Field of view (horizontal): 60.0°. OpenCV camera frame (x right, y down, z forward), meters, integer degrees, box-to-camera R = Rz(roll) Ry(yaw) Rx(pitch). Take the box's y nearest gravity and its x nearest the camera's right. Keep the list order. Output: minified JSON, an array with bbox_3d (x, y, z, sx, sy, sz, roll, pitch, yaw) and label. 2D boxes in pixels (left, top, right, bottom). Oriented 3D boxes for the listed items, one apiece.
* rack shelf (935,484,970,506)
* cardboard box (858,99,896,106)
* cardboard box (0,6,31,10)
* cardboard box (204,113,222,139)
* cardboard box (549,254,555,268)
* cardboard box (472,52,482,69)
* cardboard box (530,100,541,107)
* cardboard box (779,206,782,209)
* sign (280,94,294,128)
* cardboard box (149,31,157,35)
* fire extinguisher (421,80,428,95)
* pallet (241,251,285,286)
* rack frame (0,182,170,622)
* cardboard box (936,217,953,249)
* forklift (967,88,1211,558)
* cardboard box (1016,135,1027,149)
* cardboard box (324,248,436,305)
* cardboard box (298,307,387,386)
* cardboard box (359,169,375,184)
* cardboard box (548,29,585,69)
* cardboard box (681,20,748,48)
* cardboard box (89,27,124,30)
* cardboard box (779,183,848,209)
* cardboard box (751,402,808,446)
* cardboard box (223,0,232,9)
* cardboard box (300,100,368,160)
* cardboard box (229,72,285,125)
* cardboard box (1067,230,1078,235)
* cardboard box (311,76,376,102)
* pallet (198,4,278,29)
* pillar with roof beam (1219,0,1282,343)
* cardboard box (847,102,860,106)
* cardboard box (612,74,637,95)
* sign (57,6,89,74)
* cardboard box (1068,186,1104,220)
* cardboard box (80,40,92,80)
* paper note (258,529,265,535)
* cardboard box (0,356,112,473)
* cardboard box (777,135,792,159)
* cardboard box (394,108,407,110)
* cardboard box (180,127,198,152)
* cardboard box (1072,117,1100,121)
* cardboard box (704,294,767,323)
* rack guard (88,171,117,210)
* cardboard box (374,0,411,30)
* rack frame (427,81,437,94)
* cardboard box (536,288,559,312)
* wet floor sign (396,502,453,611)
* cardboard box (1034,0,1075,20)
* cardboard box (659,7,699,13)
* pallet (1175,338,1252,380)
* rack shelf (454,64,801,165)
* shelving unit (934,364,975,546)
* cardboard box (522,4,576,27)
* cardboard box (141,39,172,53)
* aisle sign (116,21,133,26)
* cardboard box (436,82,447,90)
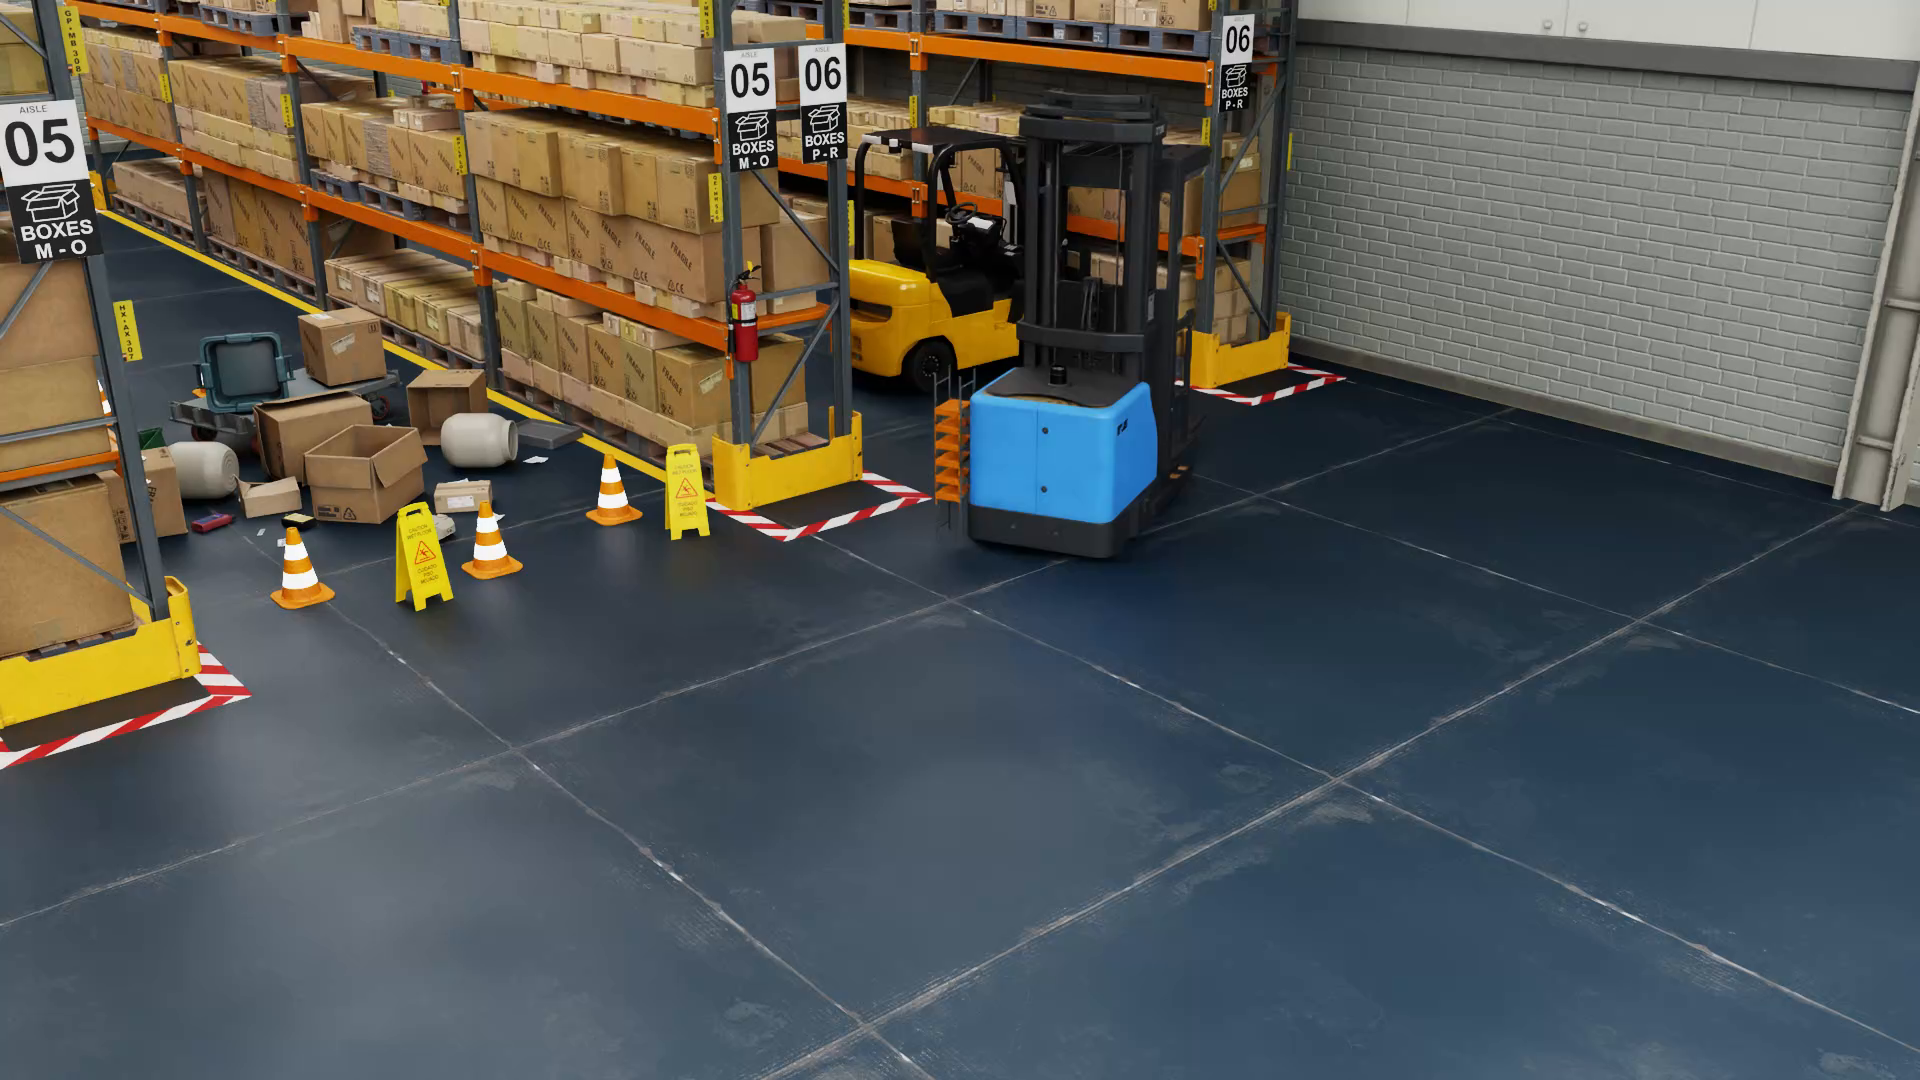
[{"bbox_3d":[-0.035,-0.308,11.405,0.180,0.103,0.258,10,23,24],"label":"rack shelf"},{"bbox_3d":[-0.933,-4.909,18.877,0.380,0.149,0.250,-18,27,-38],"label":"cardboard box"},{"bbox_3d":[-5.044,-2.683,8.647,0.380,0.149,0.250,-17,27,-37],"label":"cardboard box"},{"bbox_3d":[-8.309,-4.766,19.059,0.500,0.250,0.500,-17,27,-37],"label":"cardboard box"},{"bbox_3d":[-3.135,-2.318,13.633,0.380,0.149,0.250,-18,27,-38],"label":"cardboard box"},{"bbox_3d":[-3.814,-3.998,13.810,0.380,0.149,0.250,-18,28,-38],"label":"cardboard box"},{"bbox_3d":[-5.881,-6.235,23.634,0.380,0.149,0.250,-17,27,-36],"label":"cardboard box"},{"bbox_3d":[-1.660,-2.283,12.656,0.500,0.500,0.500,-16,27,-36],"label":"cardboard box"},{"bbox_3d":[-6.861,-4.376,16.955,0.100,0.325,0.005,-17,27,-37],"label":"sign"},{"bbox_3d":[-10.404,-6.603,21.832,0.380,0.149,0.250,-17,27,-36],"label":"cardboard box"},{"bbox_3d":[-8.353,-7.083,26.073,0.296,0.674,0.183,-17,27,-37],"label":"fire extinguisher"},{"bbox_3d":[-7.692,-3.244,19.476,1.003,0.211,1.213,-17,27,-37],"label":"pallet"},{"bbox_3d":[-4.905,-0.553,8.783,1.000,3.000,0.127,-17,27,-37],"label":"rack frame"},{"bbox_3d":[0.004,-3.219,17.414,0.500,0.250,0.500,-18,28,-38],"label":"cardboard box"},{"bbox_3d":[1.105,-1.747,11.926,1.130,2.935,3.031,9,23,22],"label":"forklift"},{"bbox_3d":[0.749,-3.884,16.262,0.380,0.149,0.250,-19,28,-39],"label":"cardboard box"},{"bbox_3d":[-6.081,-2.783,17.504,0.950,0.372,0.625,-20,29,-41],"label":"cardboard box"},{"bbox_3d":[-5.160,-1.621,13.899,0.500,0.500,0.500,-17,27,-37],"label":"cardboard box"},{"bbox_3d":[-5.688,-3.612,16.363,0.380,0.149,0.250,-16,26,-34],"label":"cardboard box"},{"bbox_3d":[-2.760,-3.722,12.559,0.500,0.250,0.500,-17,27,-37],"label":"cardboard box"},{"bbox_3d":[-1.665,-3.433,11.275,0.380,0.149,0.250,-17,27,-37],"label":"cardboard box"},{"bbox_3d":[-11.418,-6.774,22.270,0.380,0.149,0.250,-17,27,-36],"label":"cardboard box"},{"bbox_3d":[-1.855,-3.888,19.977,0.875,0.625,0.625,-16,27,-36],"label":"cardboard box"},{"bbox_3d":[-1.538,-0.963,13.024,0.500,0.250,0.500,-18,28,-38],"label":"cardboard box"},{"bbox_3d":[-7.607,-5.796,17.665,0.396,0.266,0.258,-18,28,-39],"label":"cardboard box"},{"bbox_3d":[-6.324,-4.171,16.898,0.500,0.500,0.500,-18,28,-39],"label":"cardboard box"},{"bbox_3d":[-7.638,-4.841,18.222,0.500,0.500,0.500,-17,27,-37],"label":"cardboard box"},{"bbox_3d":[1.056,-3.058,17.003,0.500,0.250,0.500,-17,27,-37],"label":"cardboard box"},{"bbox_3d":[-6.579,-4.676,17.802,0.500,0.500,0.500,-19,28,-39],"label":"cardboard box"},{"bbox_3d":[-7.635,-5.752,18.202,1.003,0.211,1.213,-16,26,-35],"label":"pallet"},{"bbox_3d":[-0.496,-5.117,12.210,9.100,9.000,0.400,-17,27,-37],"label":"pillar with roof beam"},{"bbox_3d":[-1.321,-4.783,18.556,0.380,0.149,0.250,-17,27,-37],"label":"cardboard box"},{"bbox_3d":[-2.314,-3.357,12.173,0.380,0.149,0.250,-18,28,-38],"label":"cardboard box"},{"bbox_3d":[-4.480,-2.524,8.395,0.100,0.325,0.005,-17,27,-37],"label":"sign"},{"bbox_3d":[1.351,-3.349,15.784,0.500,0.500,0.500,-18,28,-38],"label":"cardboard box"},{"bbox_3d":[-11.567,-6.491,22.436,0.500,0.500,0.500,-18,28,-39],"label":"cardboard box"},{"bbox_3d":[-4.879,-0.055,11.611,0.032,0.001,0.123,-4,22,-10],"label":"paper note"},{"bbox_3d":[-5.181,-0.714,8.989,0.875,0.550,0.550,-17,27,-37],"label":"cardboard box"},{"bbox_3d":[-1.914,-4.621,19.374,0.500,0.250,0.500,-19,28,-39],"label":"cardboard box"},{"bbox_3d":[-5.259,-4.011,16.492,0.500,0.500,0.500,-20,29,-41],"label":"cardboard box"},{"bbox_3d":[-8.966,-4.820,19.884,0.500,0.250,0.500,-18,28,-39],"label":"cardboard box"},{"bbox_3d":[1.317,-4.079,16.351,0.380,0.149,0.250,-16,27,-36],"label":"cardboard box"},{"bbox_3d":[-1.627,-1.695,12.042,0.380,0.149,0.250,-16,27,-36],"label":"cardboard box"},{"bbox_3d":[-11.680,-5.022,23.622,1.175,0.500,0.348,-17,27,-37],"label":"rack guard"},{"bbox_3d":[-4.981,-4.796,15.132,0.500,0.250,0.500,-17,27,-37],"label":"cardboard box"},{"bbox_3d":[-7.907,-7.362,26.168,1.000,3.000,0.127,-17,27,-37],"label":"rack frame"},{"bbox_3d":[-3.278,-2.013,13.788,0.380,0.149,0.250,-16,27,-35],"label":"cardboard box"},{"bbox_3d":[-3.386,0.080,10.395,0.232,0.644,0.267,17,27,36],"label":"wet floor sign"},{"bbox_3d":[1.118,-5.171,15.605,0.797,0.503,0.637,-16,27,-36],"label":"cardboard box"},{"bbox_3d":[-2.041,-3.931,12.545,0.380,0.149,0.250,-17,27,-36],"label":"cardboard box"},{"bbox_3d":[2.006,-1.845,15.904,1.003,0.211,1.213,-17,27,-37],"label":"pallet"},{"bbox_3d":[-2.526,-3.373,12.857,1.077,0.370,4.000,-17,27,-37],"label":"rack shelf"},{"bbox_3d":[-0.035,-0.573,11.301,0.189,1.200,0.258,10,23,24],"label":"shelving unit"},{"bbox_3d":[-3.164,-4.075,12.914,0.380,0.149,0.250,-19,28,-39],"label":"cardboard box"},{"bbox_3d":[-9.920,-6.134,20.634,0.380,0.149,0.250,-18,28,-38],"label":"cardboard box"},{"bbox_3d":[-11.477,-7.484,22.914,0.394,0.787,0.004,-17,27,-37],"label":"aisle sign"},{"bbox_3d":[-7.900,-7.089,25.815,0.380,0.149,0.250,-18,27,-38],"label":"cardboard box"}]
